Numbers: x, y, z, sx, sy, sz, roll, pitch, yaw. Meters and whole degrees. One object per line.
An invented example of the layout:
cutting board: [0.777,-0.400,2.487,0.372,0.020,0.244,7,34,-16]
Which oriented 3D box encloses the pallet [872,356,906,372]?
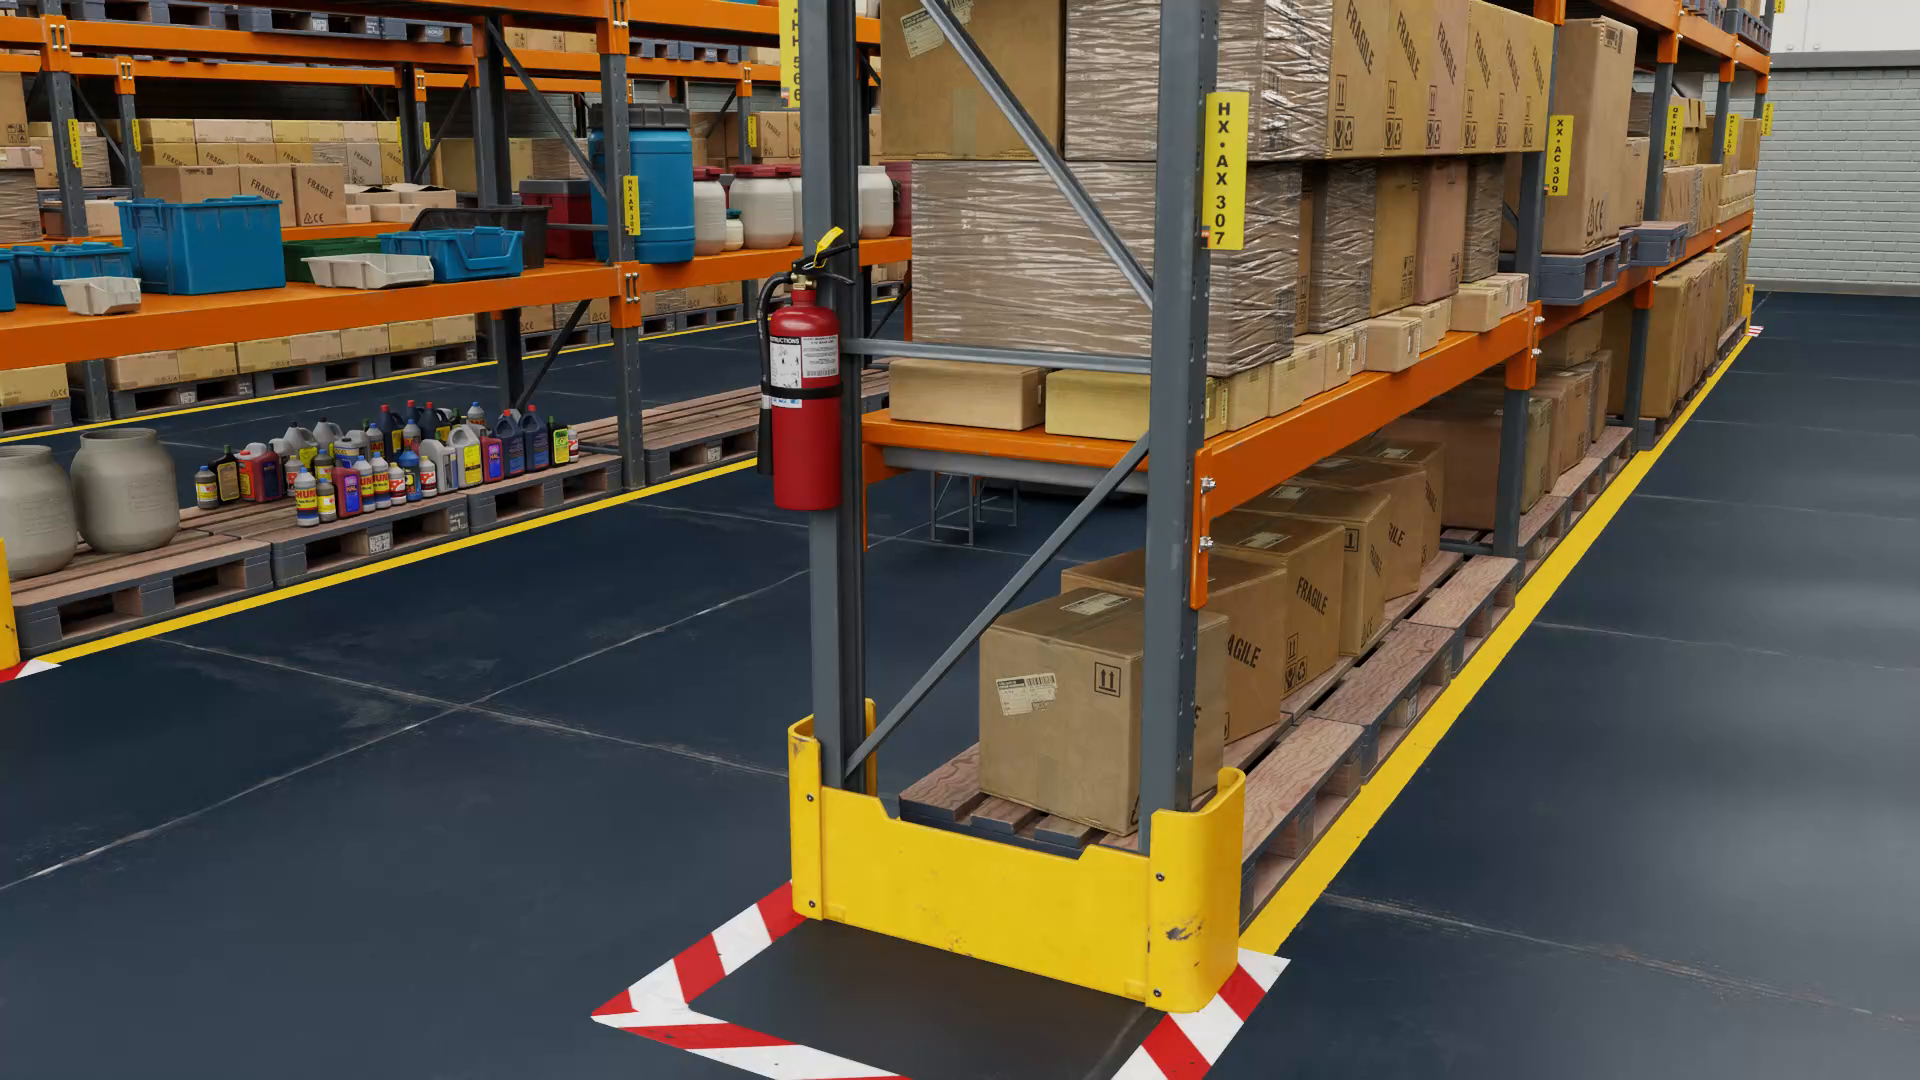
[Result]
pallet: [-0.039,-1.438,14.046,1.003,0.211,1.213,7,15,28]

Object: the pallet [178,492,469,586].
pallet: [-3.267,-0.066,8.358,1.003,0.211,1.213,7,15,28]

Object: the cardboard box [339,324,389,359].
cardboard box: [-5.250,-1.712,14.204,0.500,0.250,0.500,8,16,29]

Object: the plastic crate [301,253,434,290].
plastic crate: [-2.880,-1.316,8.155,0.530,0.136,0.437,7,15,28]

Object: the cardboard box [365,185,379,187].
cardboard box: [-7.304,-4.254,20.270,0.380,0.149,0.250,8,16,30]

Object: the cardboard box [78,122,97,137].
cardboard box: [-9.196,-4.253,17.238,0.380,0.149,0.250,5,15,21]

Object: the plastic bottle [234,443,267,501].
plastic bottle: [-3.601,-0.350,8.459,0.152,0.276,0.135,8,15,28]

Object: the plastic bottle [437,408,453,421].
plastic bottle: [-2.987,-0.611,9.540,0.152,0.276,0.135,8,16,30]

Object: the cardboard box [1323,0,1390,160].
cardboard box: [0.837,-1.287,4.492,0.500,0.500,0.500,7,15,28]

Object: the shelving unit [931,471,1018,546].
shelving unit: [0.080,-0.617,8.534,0.258,1.200,0.503,7,15,28]

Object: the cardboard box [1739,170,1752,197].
cardboard box: [7.572,-3.545,16.524,0.500,0.250,0.500,7,15,27]

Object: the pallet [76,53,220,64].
pallet: [-8.791,-5.254,17.928,1.213,0.211,1.003,8,16,31]

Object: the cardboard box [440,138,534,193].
cardboard box: [-4.512,-3.583,15.888,0.700,0.500,0.500,2,14,9]

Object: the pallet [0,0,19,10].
pallet: [-7.041,-3.605,10.877,1.003,0.211,1.213,7,15,28]

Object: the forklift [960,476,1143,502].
forklift: [1.116,-1.938,10.320,1.130,2.935,3.031,7,15,26]

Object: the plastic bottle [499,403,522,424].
plastic bottle: [-2.502,-0.584,9.268,0.144,0.351,0.185,7,15,28]

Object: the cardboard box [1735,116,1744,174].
cardboard box: [6.834,-3.599,15.148,0.500,0.500,0.500,7,15,26]

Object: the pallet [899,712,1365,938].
pallet: [0.545,0.753,4.960,1.003,0.211,1.213,7,15,28]

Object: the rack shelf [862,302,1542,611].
rack shelf: [1.052,-0.485,5.680,1.077,0.370,4.000,7,15,28]

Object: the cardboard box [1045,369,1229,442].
cardboard box: [0.431,-0.334,4.053,0.380,0.149,0.250,7,15,28]

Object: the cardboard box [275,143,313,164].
cardboard box: [-7.850,-4.339,19.239,0.500,0.500,0.500,8,16,30]

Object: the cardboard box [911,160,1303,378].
cardboard box: [0.375,-0.727,4.302,0.875,0.500,0.500,7,15,28]

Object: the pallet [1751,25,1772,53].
pallet: [7.470,-4.969,16.532,1.003,0.211,1.213,7,15,28]

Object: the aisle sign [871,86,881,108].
aisle sign: [-1.074,-6.141,22.060,0.394,0.787,0.004,7,15,28]

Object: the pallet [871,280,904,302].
pallet: [-1.272,-3.295,21.752,1.003,0.211,1.213,7,15,28]

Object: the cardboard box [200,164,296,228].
cardboard box: [-5.769,-2.783,13.465,0.500,0.500,0.500,7,15,28]

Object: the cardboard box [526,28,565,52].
cardboard box: [-4.290,-4.894,15.818,0.910,0.500,0.500,7,15,28]

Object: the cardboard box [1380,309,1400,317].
cardboard box: [1.246,-0.697,5.559,0.380,0.149,0.250,7,15,28]

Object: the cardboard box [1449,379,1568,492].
cardboard box: [2.852,-0.578,8.925,0.700,0.500,0.500,6,15,23]

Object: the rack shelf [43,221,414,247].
rack shelf: [-5.685,-2.429,13.742,1.077,0.370,4.000,7,15,28]

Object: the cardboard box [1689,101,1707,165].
cardboard box: [5.585,-3.291,13.429,0.797,0.503,0.637,7,15,27]

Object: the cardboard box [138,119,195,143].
cardboard box: [-8.597,-4.387,17.838,0.500,0.250,0.500,8,16,29]

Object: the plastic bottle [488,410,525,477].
plastic bottle: [-2.469,-0.528,9.037,0.144,0.351,0.185,7,15,25]

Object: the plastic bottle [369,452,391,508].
plastic bottle: [-2.887,-0.301,8.263,0.097,0.271,0.097,0,14,0]

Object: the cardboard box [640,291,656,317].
cardboard box: [-3.505,-2.567,17.174,0.500,0.500,0.500,7,15,26]

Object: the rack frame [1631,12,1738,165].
rack frame: [5.886,-2.886,14.105,1.000,3.000,0.127,7,15,28]

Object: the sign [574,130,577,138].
sign: [-5.671,-5.914,24.648,0.100,0.325,0.005,7,15,28]

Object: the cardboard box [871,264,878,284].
cardboard box: [-1.383,-3.376,21.066,0.500,0.250,0.500,7,15,28]

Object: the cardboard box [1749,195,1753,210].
cardboard box: [7.812,-3.421,16.859,0.380,0.149,0.250,8,15,29]

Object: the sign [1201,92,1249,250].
sign: [0.560,-0.784,3.537,0.100,0.325,0.005,7,15,28]

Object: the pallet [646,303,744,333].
pallet: [-3.144,-2.483,18.381,1.003,0.211,1.213,7,15,28]

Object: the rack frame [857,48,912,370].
rack frame: [-0.383,-2.627,13.029,1.000,3.000,0.127,7,15,28]

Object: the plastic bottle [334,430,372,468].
plastic bottle: [-3.225,-0.440,8.830,0.152,0.276,0.135,7,15,28]

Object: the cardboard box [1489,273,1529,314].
cardboard box: [2.172,-1.045,7.006,0.380,0.149,0.250,7,15,28]

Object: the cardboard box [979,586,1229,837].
cardboard box: [0.402,0.461,4.661,0.500,0.500,0.500,11,17,38]

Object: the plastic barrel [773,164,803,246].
plastic barrel: [-1.099,-2.283,11.313,0.433,0.535,0.433,0,14,0]

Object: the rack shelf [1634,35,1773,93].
rack shelf: [6.853,-4.405,15.540,1.077,0.370,4.000,7,15,28]

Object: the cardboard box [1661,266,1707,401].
cardboard box: [4.742,-1.558,12.234,1.225,0.875,0.875,7,15,28]

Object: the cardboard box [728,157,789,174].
cardboard box: [-2.299,-4.132,19.058,0.500,0.500,0.500,8,16,30]

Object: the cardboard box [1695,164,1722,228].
cardboard box: [5.899,-2.808,13.567,0.500,0.500,0.500,7,15,28]

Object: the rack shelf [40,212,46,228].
rack shelf: [-10.023,-2.989,16.067,1.077,0.370,4.000,7,15,28]

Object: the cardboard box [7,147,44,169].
cardboard box: [-6.595,-2.652,11.536,0.380,0.149,0.250,7,15,28]

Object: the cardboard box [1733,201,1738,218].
cardboard box: [6.946,-3.053,15.334,0.380,0.149,0.250,8,15,29]
